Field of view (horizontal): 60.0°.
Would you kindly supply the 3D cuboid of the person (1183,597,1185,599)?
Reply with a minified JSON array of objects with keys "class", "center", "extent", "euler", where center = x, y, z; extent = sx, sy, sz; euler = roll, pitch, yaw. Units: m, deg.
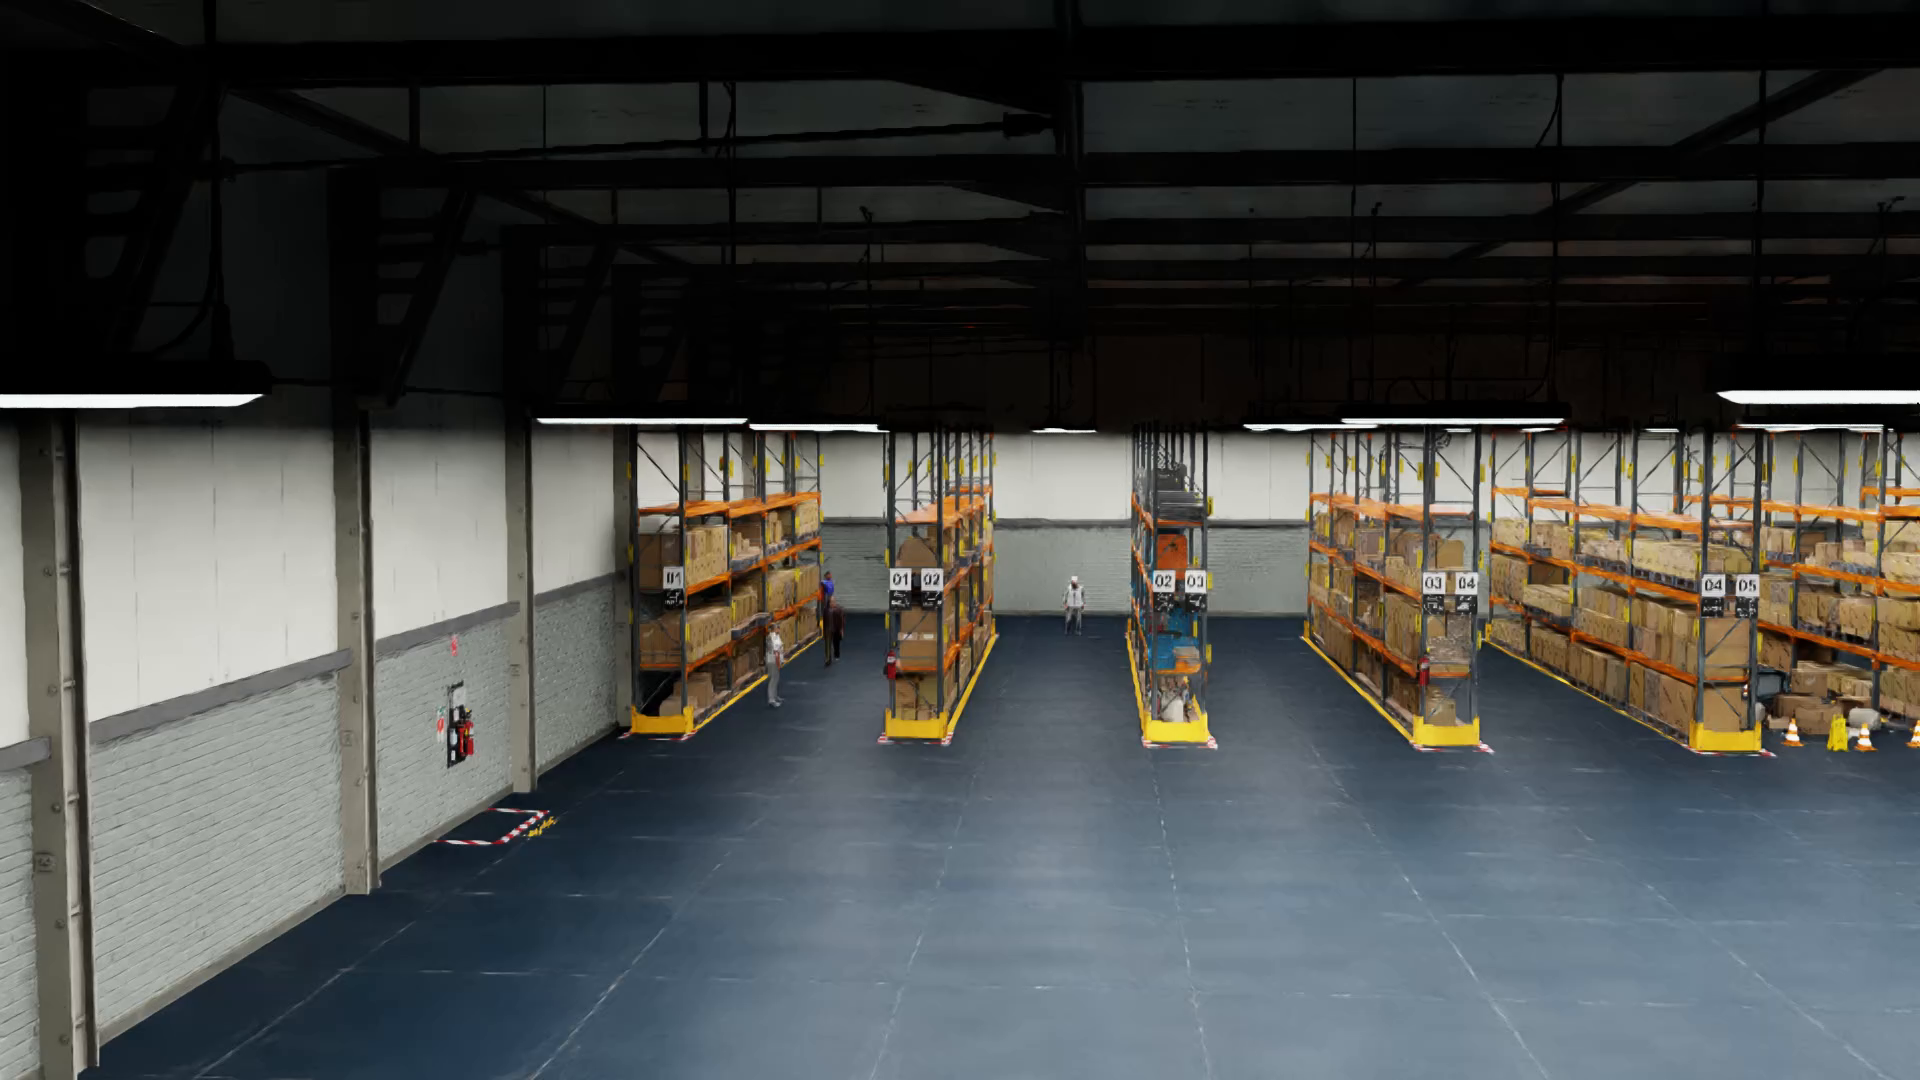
[{"class":"person","center":[6.831,1.648,50.802],"extent":[0.708,1.717,0.539],"euler":[-3,4,-36]}]

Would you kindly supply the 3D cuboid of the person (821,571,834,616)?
[{"class":"person","center":[-4.077,1.749,49.879],"extent":[0.454,1.656,0.650],"euler":[3,5,44]}]

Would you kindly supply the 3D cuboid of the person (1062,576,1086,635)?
[{"class":"person","center":[3.262,1.867,47.452],"extent":[0.677,1.726,0.574],"euler":[0,4,3]}]

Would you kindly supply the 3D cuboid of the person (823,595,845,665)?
[{"class":"person","center":[-3.156,2.234,41.455],"extent":[0.600,1.725,1.111],"euler":[0,4,3]}]

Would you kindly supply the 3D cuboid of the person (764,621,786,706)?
[{"class":"person","center":[-3.892,2.600,35.213],"extent":[0.492,1.767,0.626],"euler":[-1,4,-21]}]
